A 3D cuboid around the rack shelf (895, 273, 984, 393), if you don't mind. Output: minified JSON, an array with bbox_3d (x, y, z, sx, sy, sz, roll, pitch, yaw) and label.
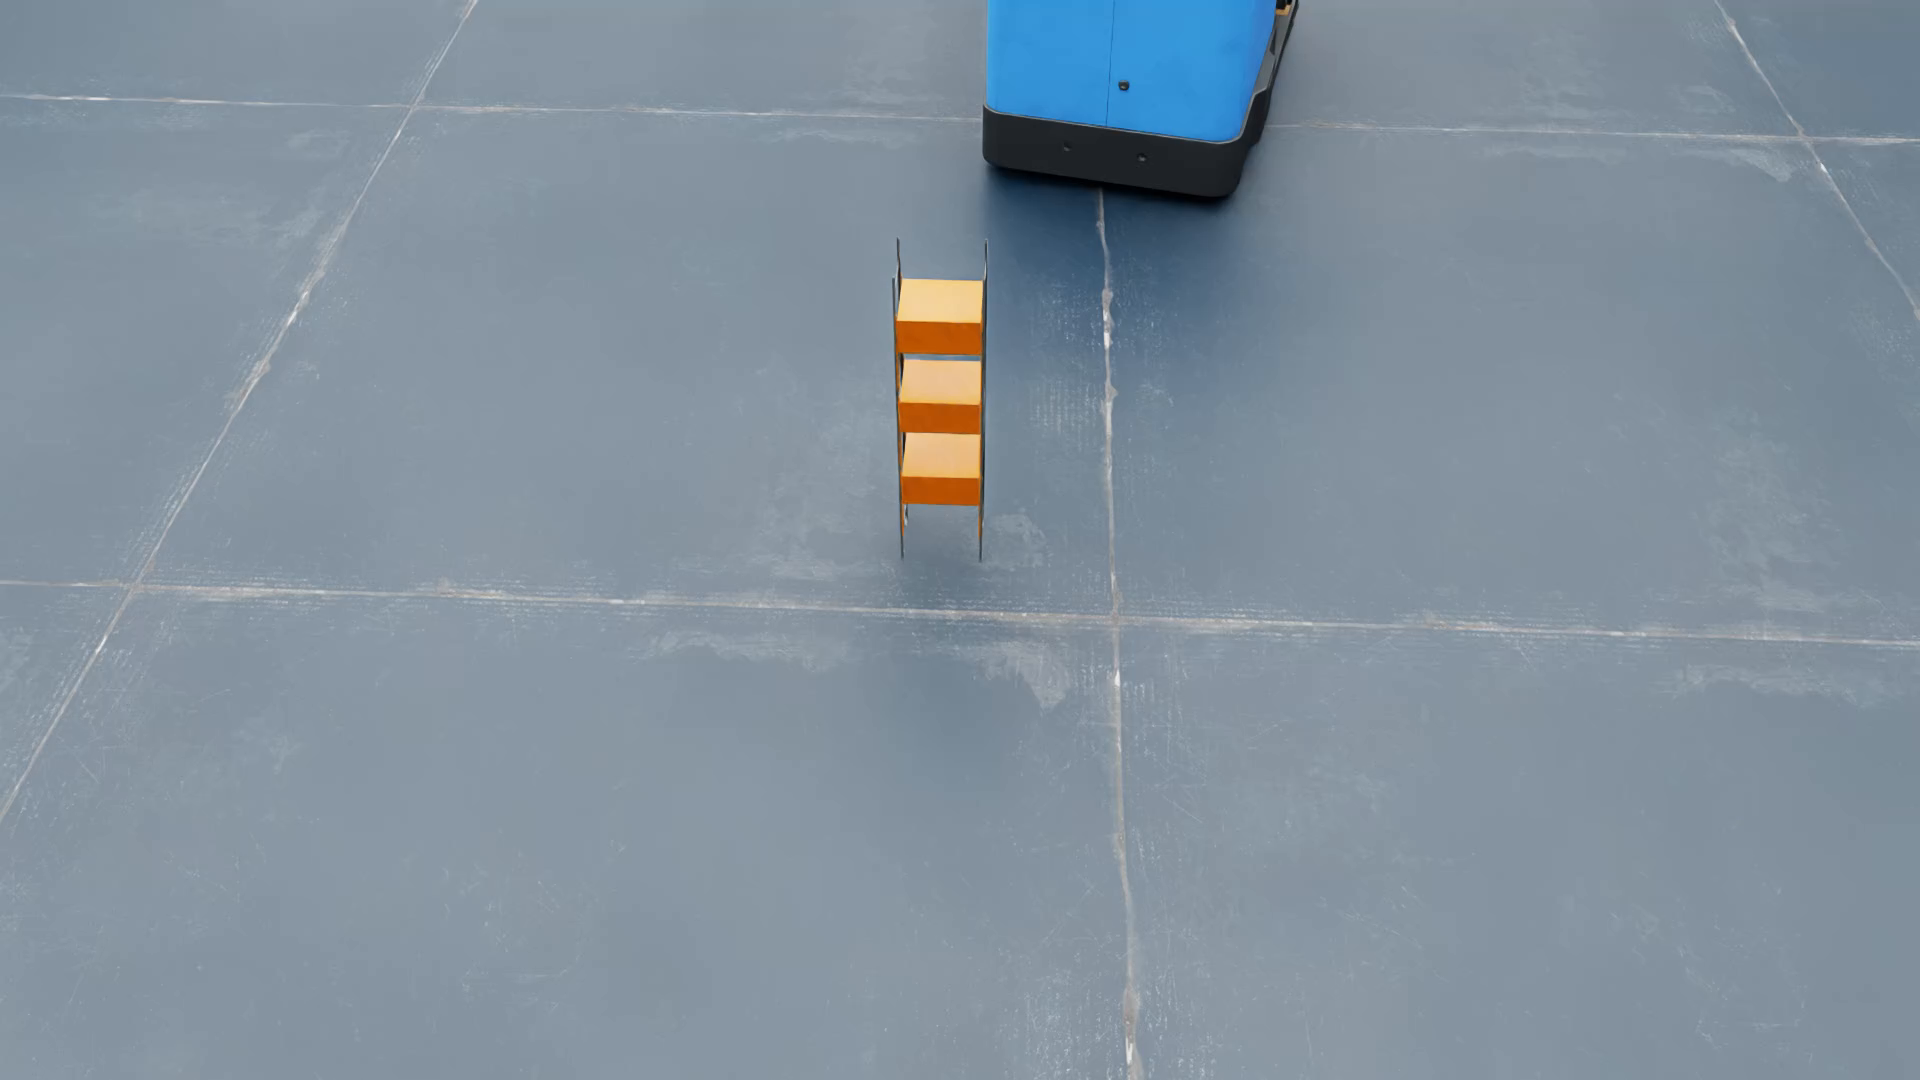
[{"bbox_3d":[-0.053,-0.586,4.708,0.240,0.259,0.215,2,43,2],"label":"rack shelf"}]

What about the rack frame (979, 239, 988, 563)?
[{"bbox_3d":[0.068,-0.382,4.890,0.008,1.050,0.200,2,43,2],"label":"rack frame"}]

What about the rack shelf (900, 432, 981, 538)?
[{"bbox_3d":[-0.053,-0.175,5.091,0.240,0.259,0.215,2,43,2],"label":"rack shelf"}]

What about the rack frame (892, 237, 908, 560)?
[{"bbox_3d":[-0.175,-0.390,4.898,0.008,1.050,0.200,2,43,2],"label":"rack frame"}]

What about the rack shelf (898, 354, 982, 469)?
[{"bbox_3d":[-0.053,-0.378,4.901,0.240,0.259,0.215,2,43,2],"label":"rack shelf"}]

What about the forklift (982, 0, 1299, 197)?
[{"bbox_3d":[0.982,-3.455,6.808,1.130,2.935,3.031,11,44,11],"label":"forklift"}]

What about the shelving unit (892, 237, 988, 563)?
[{"bbox_3d":[-0.053,-0.386,4.894,0.252,1.050,0.215,2,43,2],"label":"shelving unit"}]
